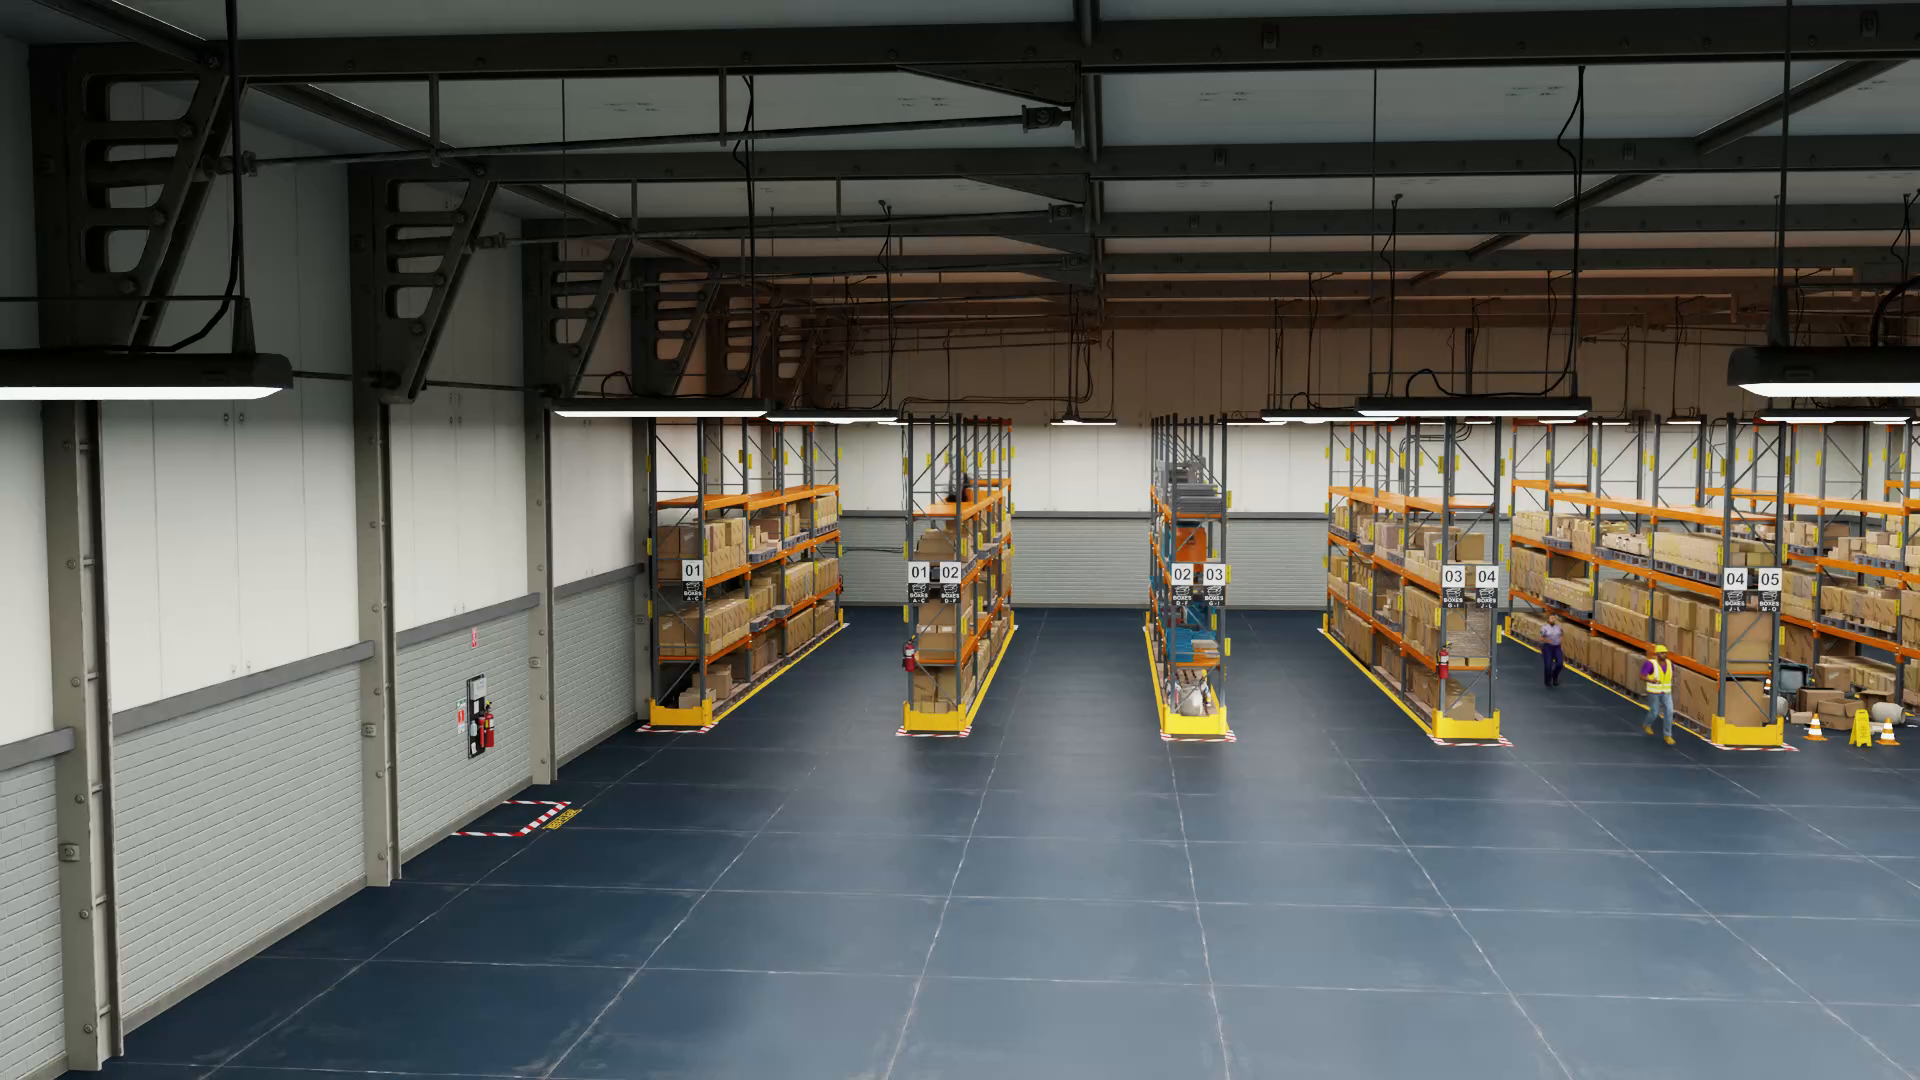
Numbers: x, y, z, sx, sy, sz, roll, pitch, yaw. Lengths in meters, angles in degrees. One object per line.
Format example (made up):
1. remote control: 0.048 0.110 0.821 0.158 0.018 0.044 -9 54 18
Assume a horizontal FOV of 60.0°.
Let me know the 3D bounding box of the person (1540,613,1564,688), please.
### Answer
1. person: 13.091 2.448 36.671 0.586 1.651 0.624 0 4 3

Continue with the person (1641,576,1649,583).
1. person: 19.384 1.815 47.127 0.587 1.499 0.660 0 4 3

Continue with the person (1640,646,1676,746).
1. person: 12.790 2.807 30.368 0.739 1.767 0.887 0 4 -4
